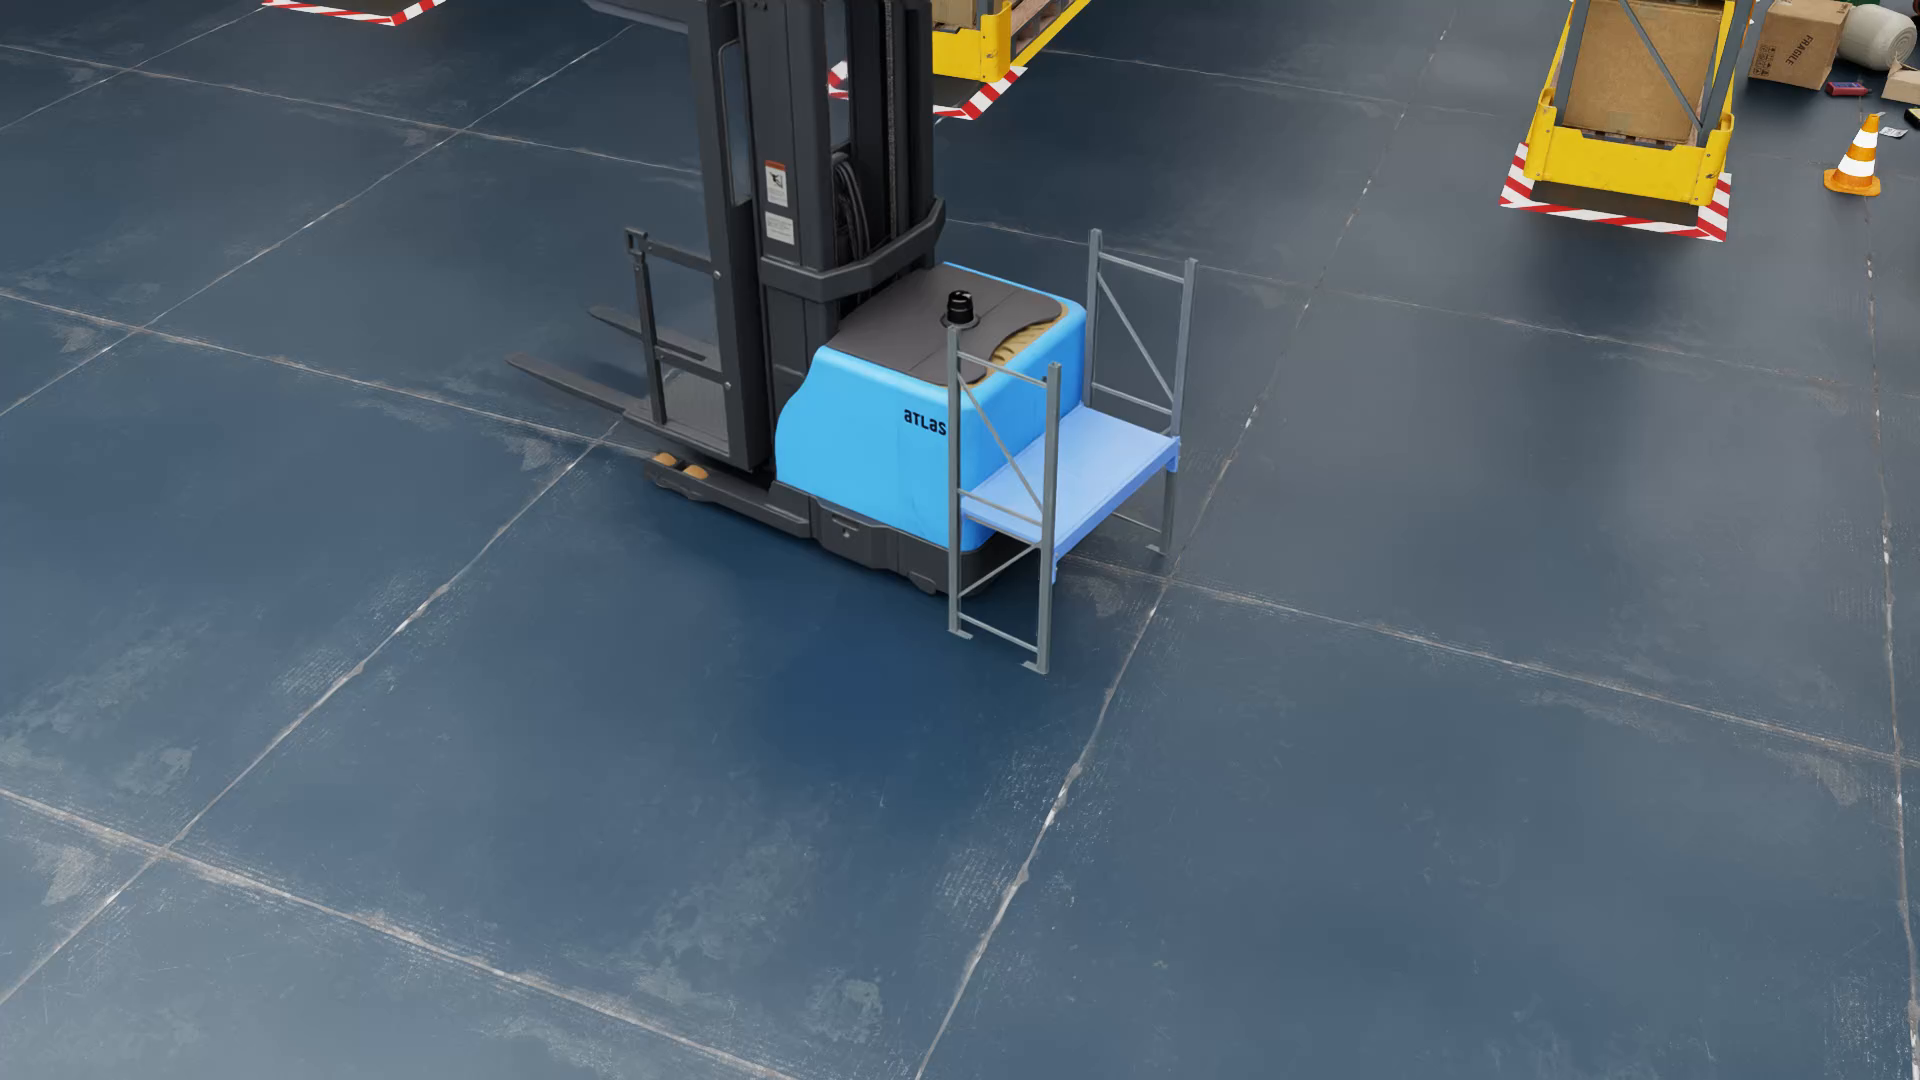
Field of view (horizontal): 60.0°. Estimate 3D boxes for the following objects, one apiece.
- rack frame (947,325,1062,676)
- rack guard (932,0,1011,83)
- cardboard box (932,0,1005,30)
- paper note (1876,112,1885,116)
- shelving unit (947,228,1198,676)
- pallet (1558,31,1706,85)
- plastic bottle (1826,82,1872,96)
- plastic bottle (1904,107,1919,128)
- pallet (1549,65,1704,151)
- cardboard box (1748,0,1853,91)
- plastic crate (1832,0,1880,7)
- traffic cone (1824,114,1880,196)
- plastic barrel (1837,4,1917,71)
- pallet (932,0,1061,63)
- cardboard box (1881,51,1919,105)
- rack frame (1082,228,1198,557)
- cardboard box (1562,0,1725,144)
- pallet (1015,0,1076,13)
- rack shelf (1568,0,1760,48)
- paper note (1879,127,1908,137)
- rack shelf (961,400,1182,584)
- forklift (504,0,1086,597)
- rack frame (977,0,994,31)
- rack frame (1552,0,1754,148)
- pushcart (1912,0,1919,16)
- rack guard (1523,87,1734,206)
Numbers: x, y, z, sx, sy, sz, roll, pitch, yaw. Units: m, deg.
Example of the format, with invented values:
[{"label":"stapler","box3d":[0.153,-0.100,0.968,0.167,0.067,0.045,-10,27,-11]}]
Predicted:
[{"label":"rack frame","box3d":[0.163,-0.125,6.664,0.500,1.500,0.032,23,43,28]},{"label":"rack guard","box3d":[-0.210,-3.787,12.398,1.175,0.500,0.348,14,39,18]},{"label":"cardboard box","box3d":[0.014,-4.255,12.674,0.500,0.500,0.500,21,42,26]},{"label":"paper note","box3d":[6.508,-3.013,11.772,0.123,0.001,0.032,-25,43,-29]},{"label":"shelving unit","box3d":[0.461,-0.371,6.994,0.538,1.500,1.048,23,43,28]},{"label":"pallet","box3d":[5.007,-3.577,12.359,1.003,0.211,1.213,14,39,18]},{"label":"plastic bottle","box3d":[6.463,-3.276,12.082,0.283,0.061,0.133,1,37,2]},{"label":"plastic bottle","box3d":[6.729,-2.974,11.678,0.133,0.061,0.283,1,37,2]},{"label":"pallet","box3d":[4.542,-2.903,11.458,1.003,0.211,1.213,14,39,18]},{"label":"cardboard box","box3d":[6.190,-3.681,12.255,0.500,0.500,0.500,21,42,25]},{"label":"plastic crate","box3d":[6.977,-4.277,13.267,0.662,0.188,0.450,-25,33,-29]},{"label":"traffic cone","box3d":[5.825,-2.514,10.727,0.336,0.463,0.334,14,39,18]},{"label":"plastic barrel","box3d":[6.819,-3.765,12.434,0.421,0.421,0.512,-17,40,-22]},{"label":"pallet","box3d":[0.132,-4.113,13.076,1.003,0.211,1.213,14,39,18]},{"label":"cardboard box","box3d":[6.881,-3.308,11.954,0.396,0.266,0.258,21,42,25]},{"label":"rack frame","box3d":[0.759,-0.618,7.324,0.500,1.500,0.032,23,43,28]},{"label":"cardboard box","box3d":[4.507,-3.268,11.040,0.875,0.875,0.875,14,39,18]},{"label":"pallet","box3d":[0.598,-4.786,13.976,1.003,0.211,1.213,14,39,18]},{"label":"rack shelf","box3d":[5.071,-4.379,11.704,1.077,0.370,4.000,14,39,18]},{"label":"paper note","box3d":[6.461,-2.828,11.510,0.144,0.017,0.142,29,45,33]},{"label":"rack shelf","box3d":[0.461,-0.227,7.102,0.538,0.185,1.000,23,43,28]},{"label":"forklift","box3d":[-0.928,-1.605,7.449,3.031,2.935,1.130,22,42,26]},{"label":"rack frame","box3d":[-0.239,-4.746,11.594,1.000,3.000,0.127,14,39,18]},{"label":"rack frame","box3d":[4.310,-3.560,10.007,1.000,3.000,0.127,14,39,18]},{"label":"pushcart","box3d":[8.320,-4.144,12.979,1.648,0.377,0.936,1,37,2]},{"label":"rack guard","box3d":[4.301,-2.545,10.738,1.175,0.500,0.348,14,39,18]}]
